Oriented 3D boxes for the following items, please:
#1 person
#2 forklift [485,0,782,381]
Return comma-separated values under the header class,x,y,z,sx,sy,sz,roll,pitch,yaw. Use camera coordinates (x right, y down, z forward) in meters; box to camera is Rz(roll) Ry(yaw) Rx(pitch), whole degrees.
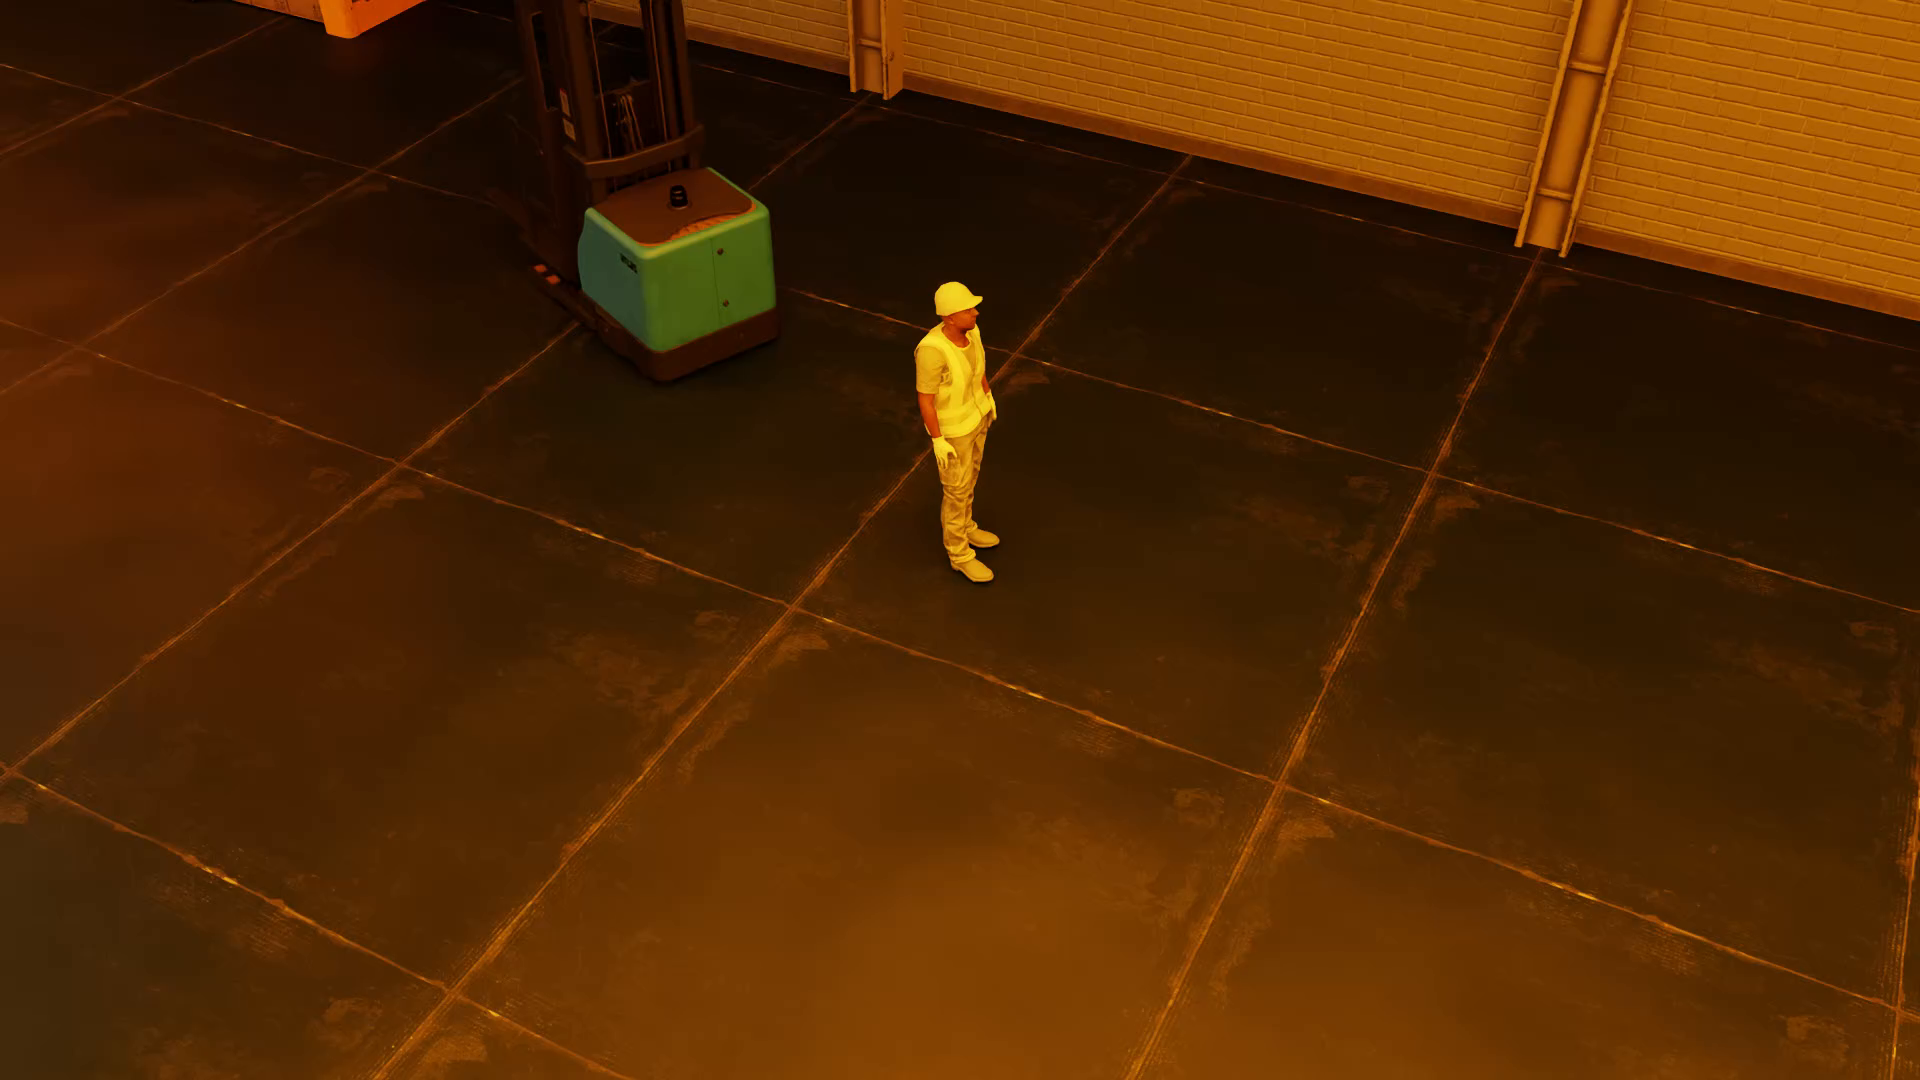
class,x,y,z,sx,sy,sz,roll,pitch,yaw
person,0.060,-0.661,9.651,0.575,1.785,0.657,18,43,21
forklift,-2.584,-3.105,11.673,1.130,2.935,3.031,-27,47,-28
